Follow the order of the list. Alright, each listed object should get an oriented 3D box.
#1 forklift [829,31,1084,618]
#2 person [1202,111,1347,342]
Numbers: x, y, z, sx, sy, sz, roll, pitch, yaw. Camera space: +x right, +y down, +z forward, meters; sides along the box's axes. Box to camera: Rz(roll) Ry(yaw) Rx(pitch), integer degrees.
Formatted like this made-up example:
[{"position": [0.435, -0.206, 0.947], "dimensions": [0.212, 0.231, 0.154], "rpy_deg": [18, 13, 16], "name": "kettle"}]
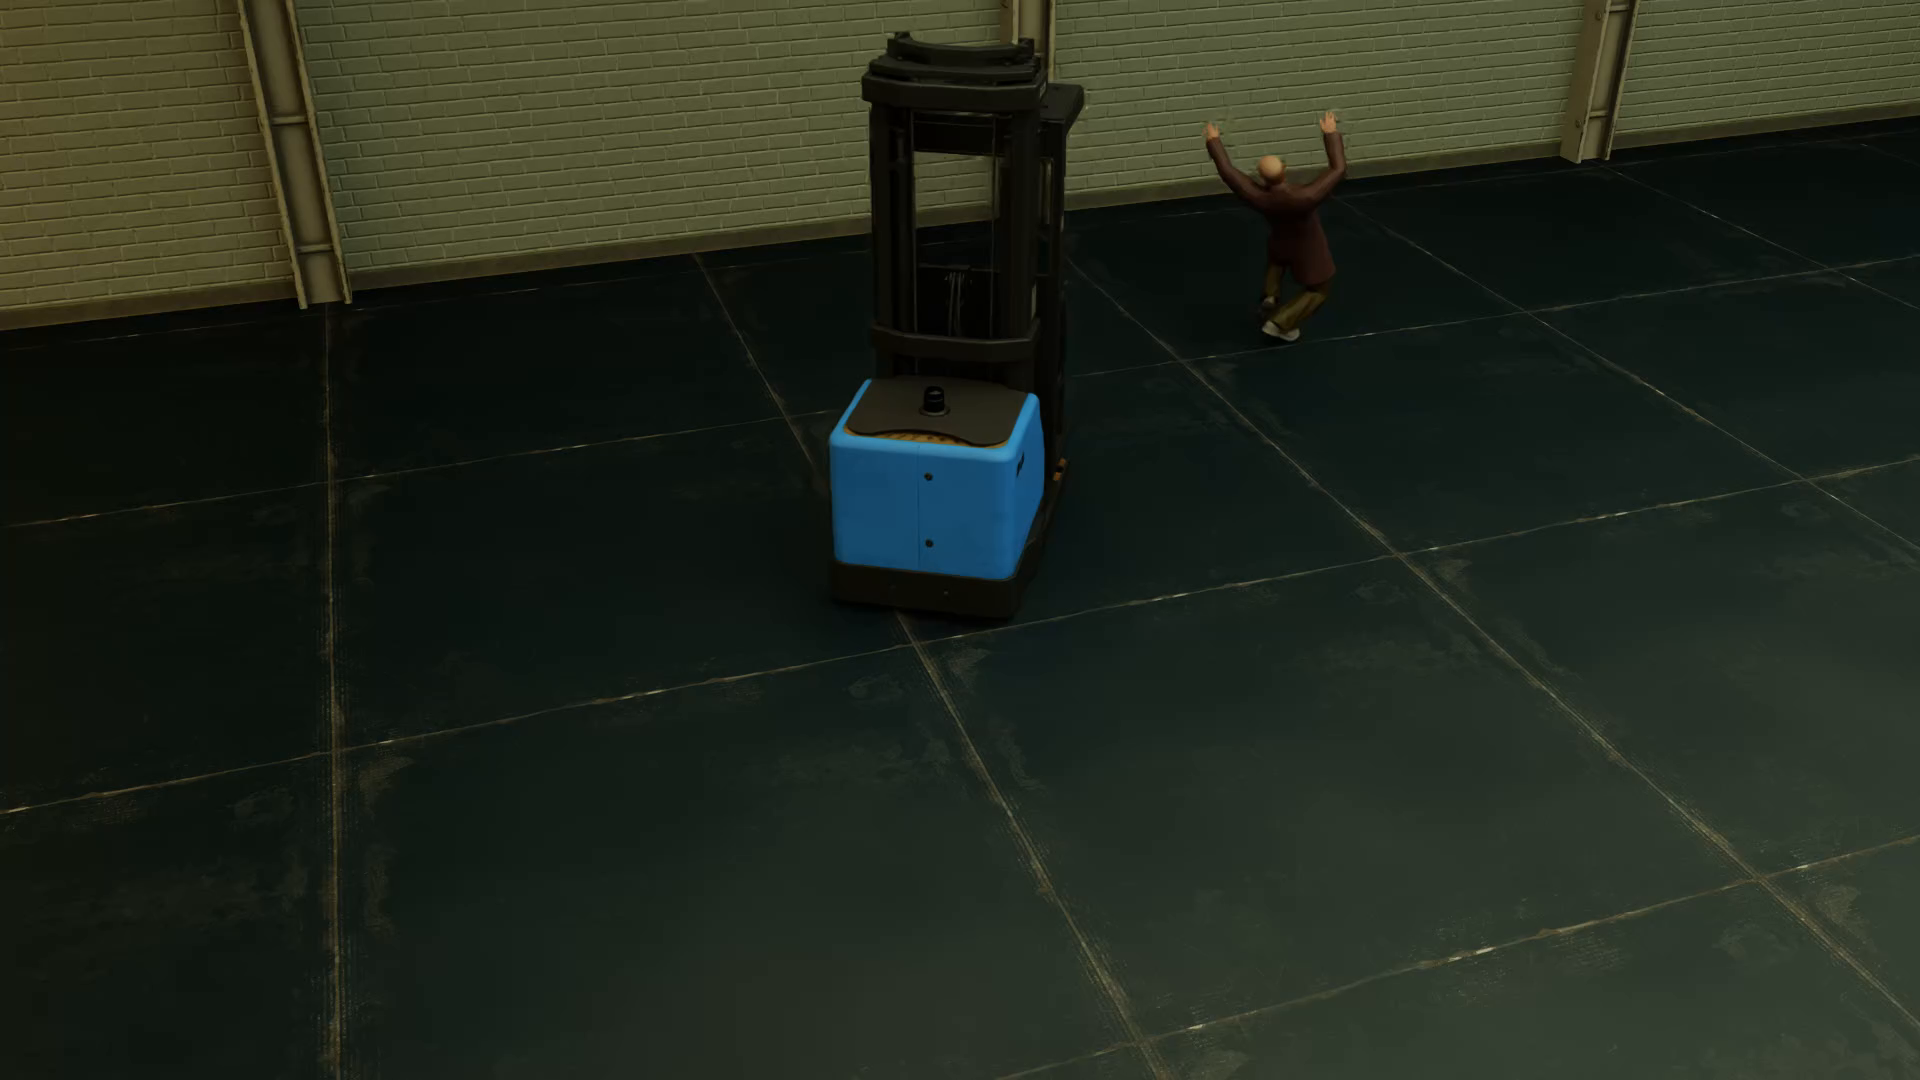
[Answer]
[{"position": [0.092, -1.561, 9.799], "dimensions": [1.130, 2.935, 3.031], "rpy_deg": [6, 30, 10], "name": "forklift"}, {"position": [2.332, -2.375, 12.486], "dimensions": [1.137, 1.731, 0.823], "rpy_deg": [23, 37, 34], "name": "person"}]
